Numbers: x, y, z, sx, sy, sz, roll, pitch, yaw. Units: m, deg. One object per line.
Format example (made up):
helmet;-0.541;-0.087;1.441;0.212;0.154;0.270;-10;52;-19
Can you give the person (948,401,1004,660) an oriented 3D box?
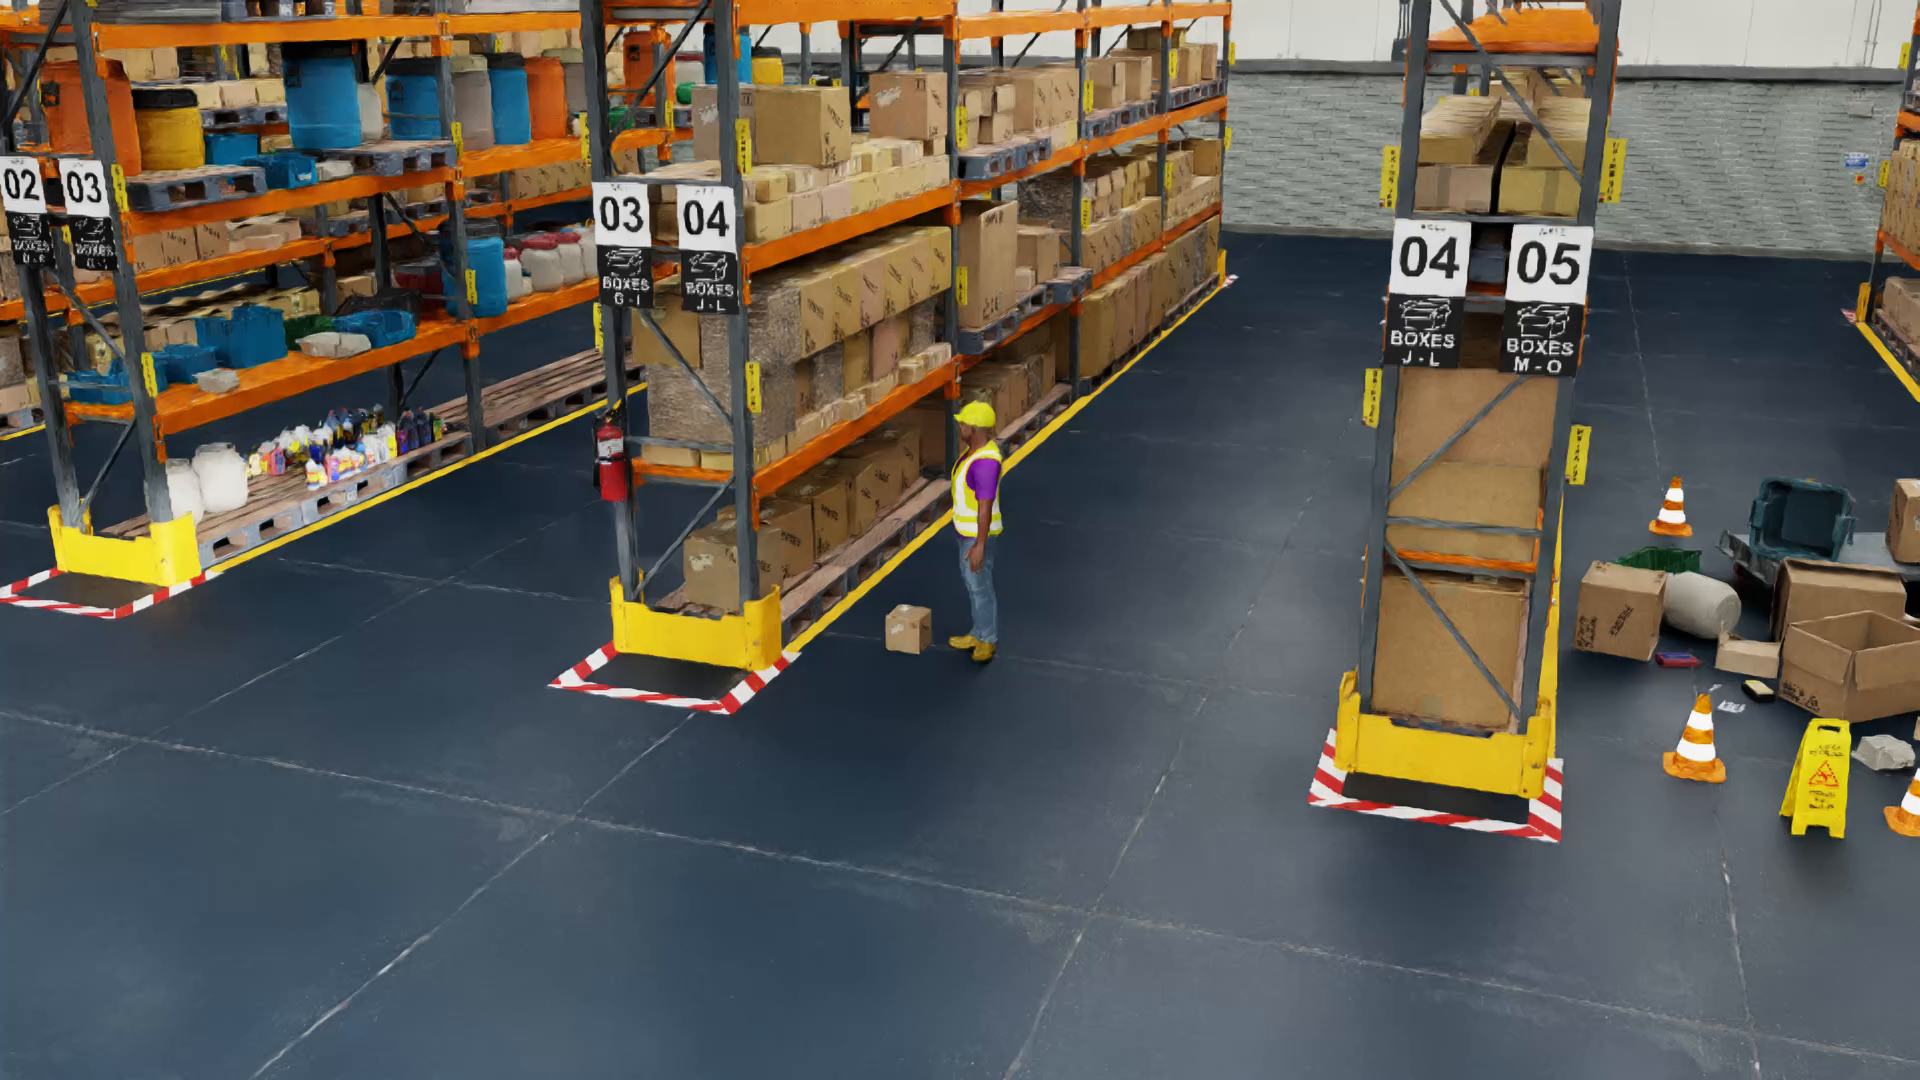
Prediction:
person;0.115;-0.053;11.122;0.341;1.770;0.714;-3;19;-8
